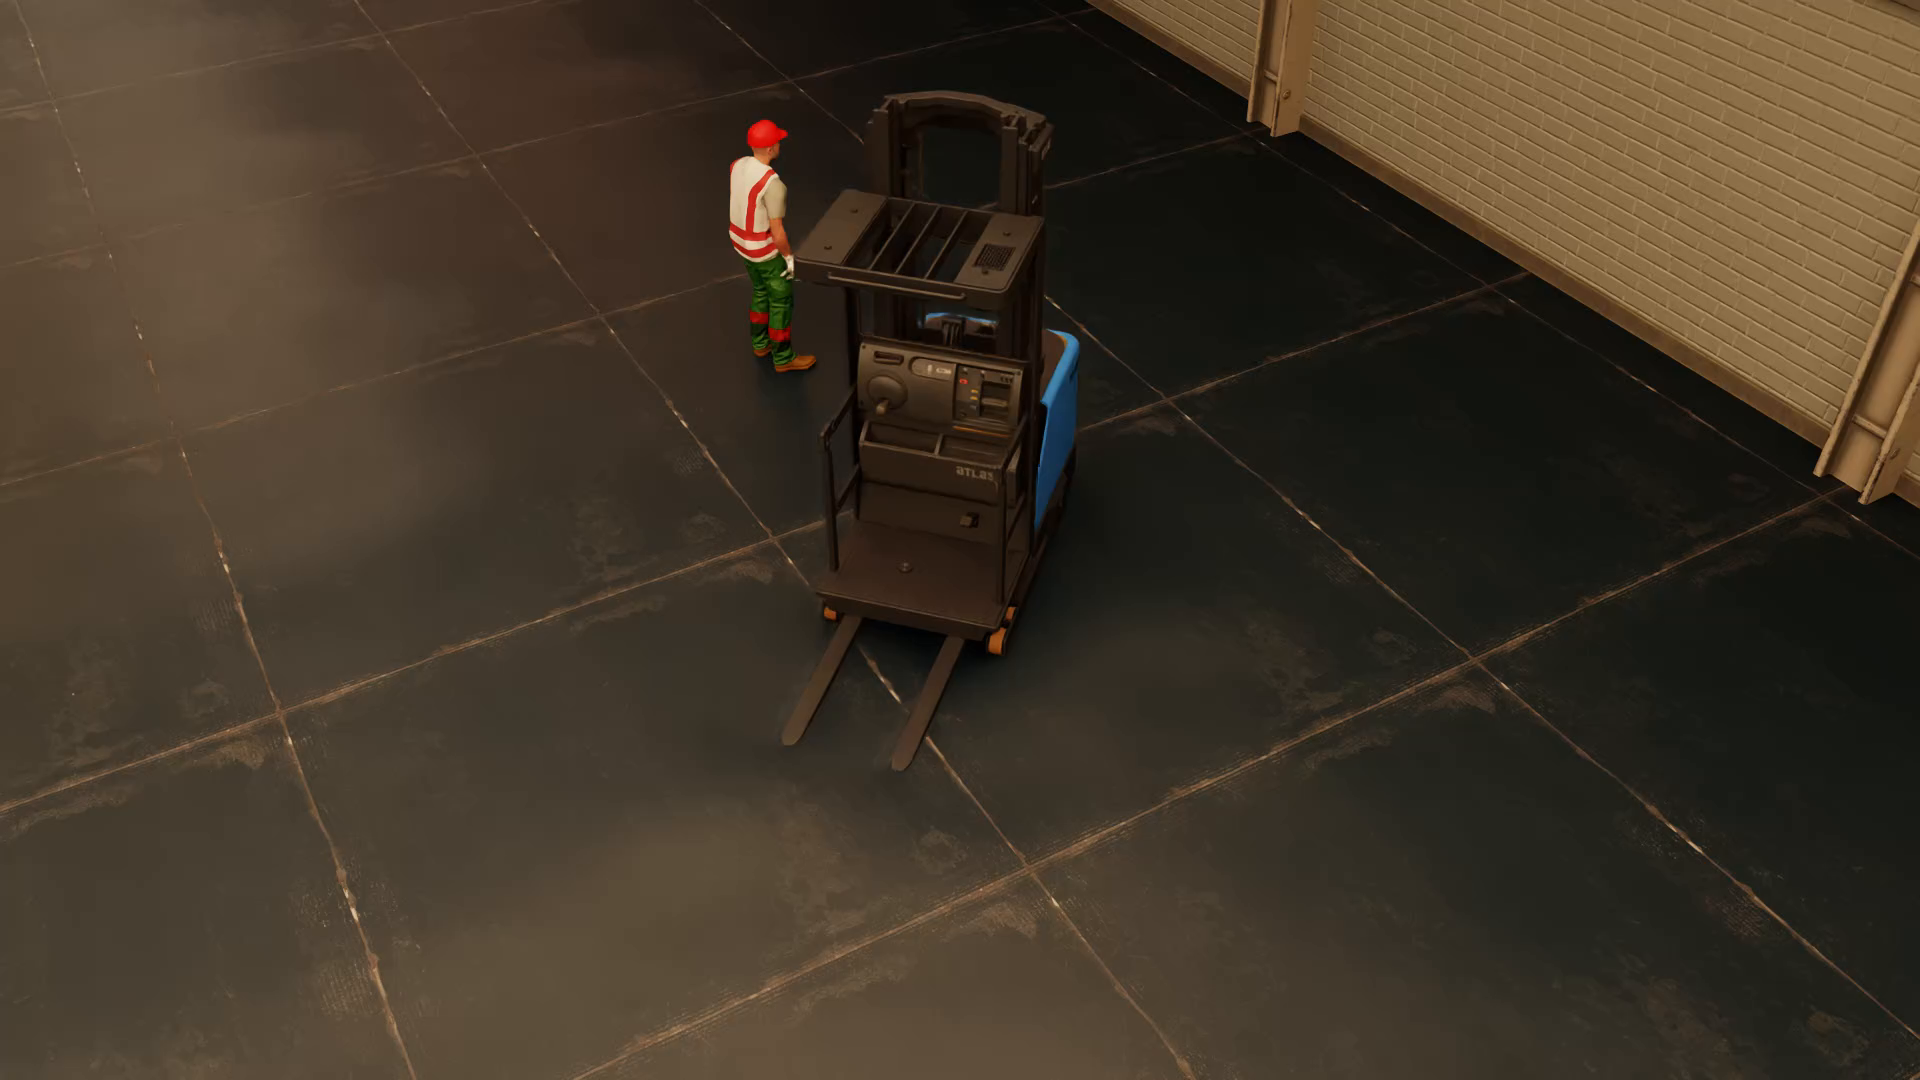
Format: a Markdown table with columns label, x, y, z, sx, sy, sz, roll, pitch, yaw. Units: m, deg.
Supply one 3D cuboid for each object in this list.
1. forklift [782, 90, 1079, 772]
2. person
| label | x | y | z | sx | sy | sz | roll | pitch | yaw |
| --- | --- | --- | --- | --- | --- | --- | --- | --- | --- |
| forklift | -0.173 | -0.754 | 8.945 | 1.130 | 2.935 | 3.031 | 11 | 41 | 13 |
| person | -1.317 | -2.009 | 11.363 | 0.451 | 1.779 | 0.618 | -26 | 46 | -28 |
